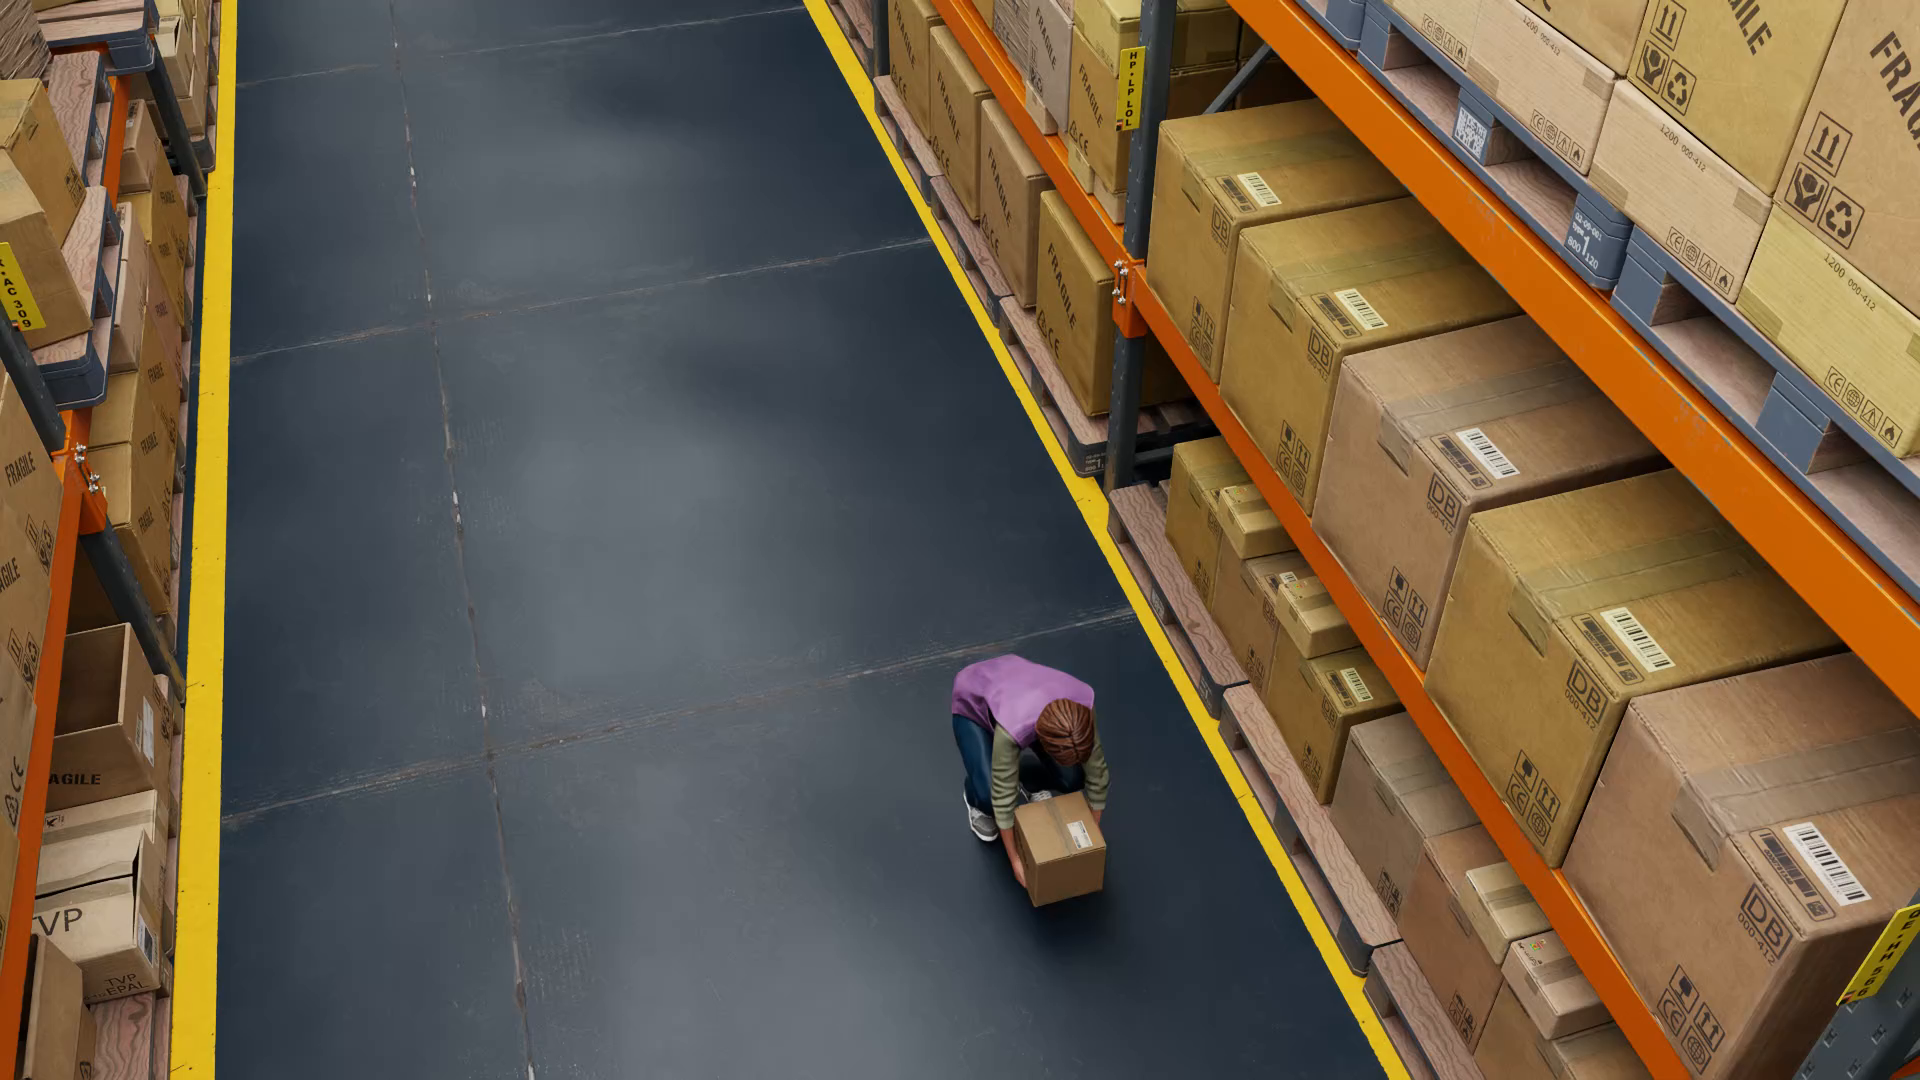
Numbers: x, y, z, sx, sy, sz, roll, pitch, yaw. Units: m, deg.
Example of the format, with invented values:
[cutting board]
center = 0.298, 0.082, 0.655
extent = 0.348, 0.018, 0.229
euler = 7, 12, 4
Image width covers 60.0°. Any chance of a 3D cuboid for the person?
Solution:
[person]
center = 0.240, 0.742, 5.876
extent = 0.449, 0.910, 0.801
euler = -12, 44, -13
